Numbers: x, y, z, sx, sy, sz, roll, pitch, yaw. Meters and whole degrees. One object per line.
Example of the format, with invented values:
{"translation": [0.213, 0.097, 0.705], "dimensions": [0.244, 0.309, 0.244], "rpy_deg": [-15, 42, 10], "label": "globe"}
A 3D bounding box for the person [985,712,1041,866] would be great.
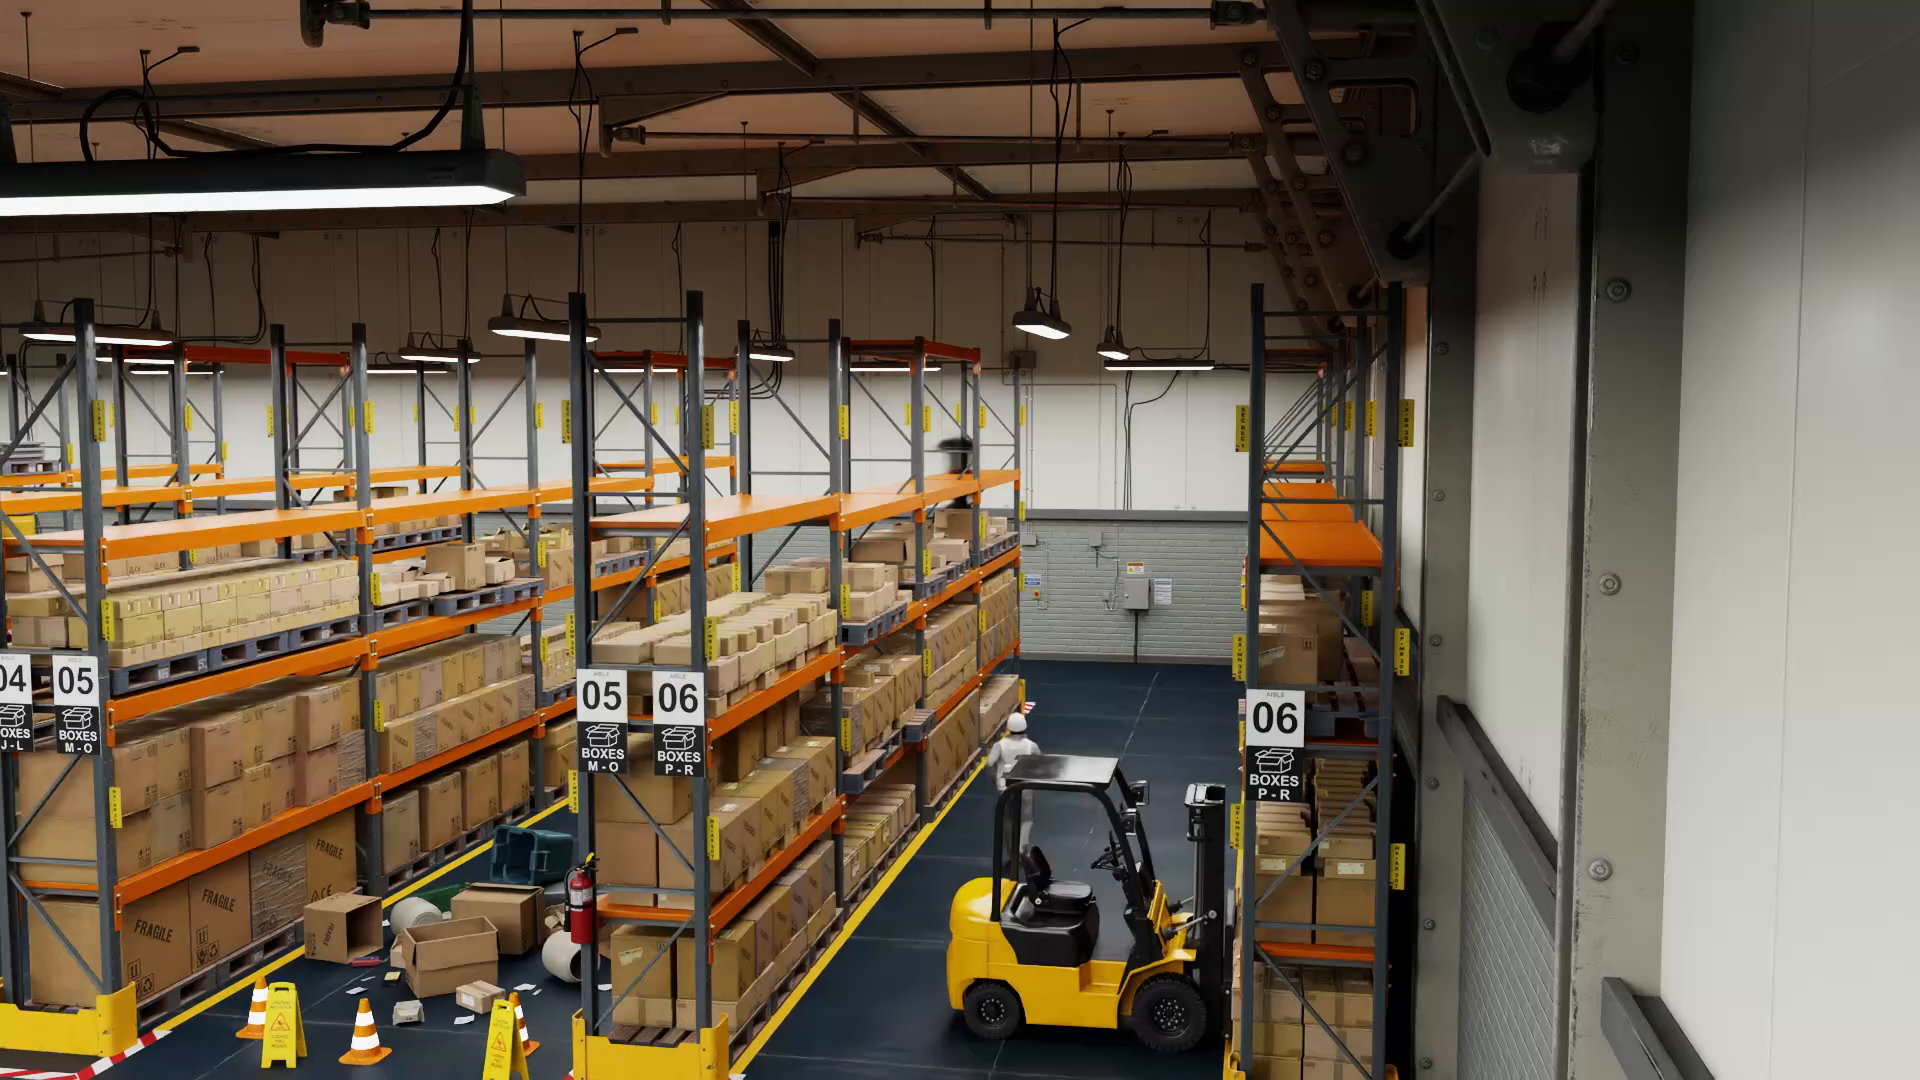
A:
{"translation": [0.624, 2.790, 18.600], "dimensions": [0.667, 1.749, 0.905], "rpy_deg": [1, 5, 8], "label": "person"}
